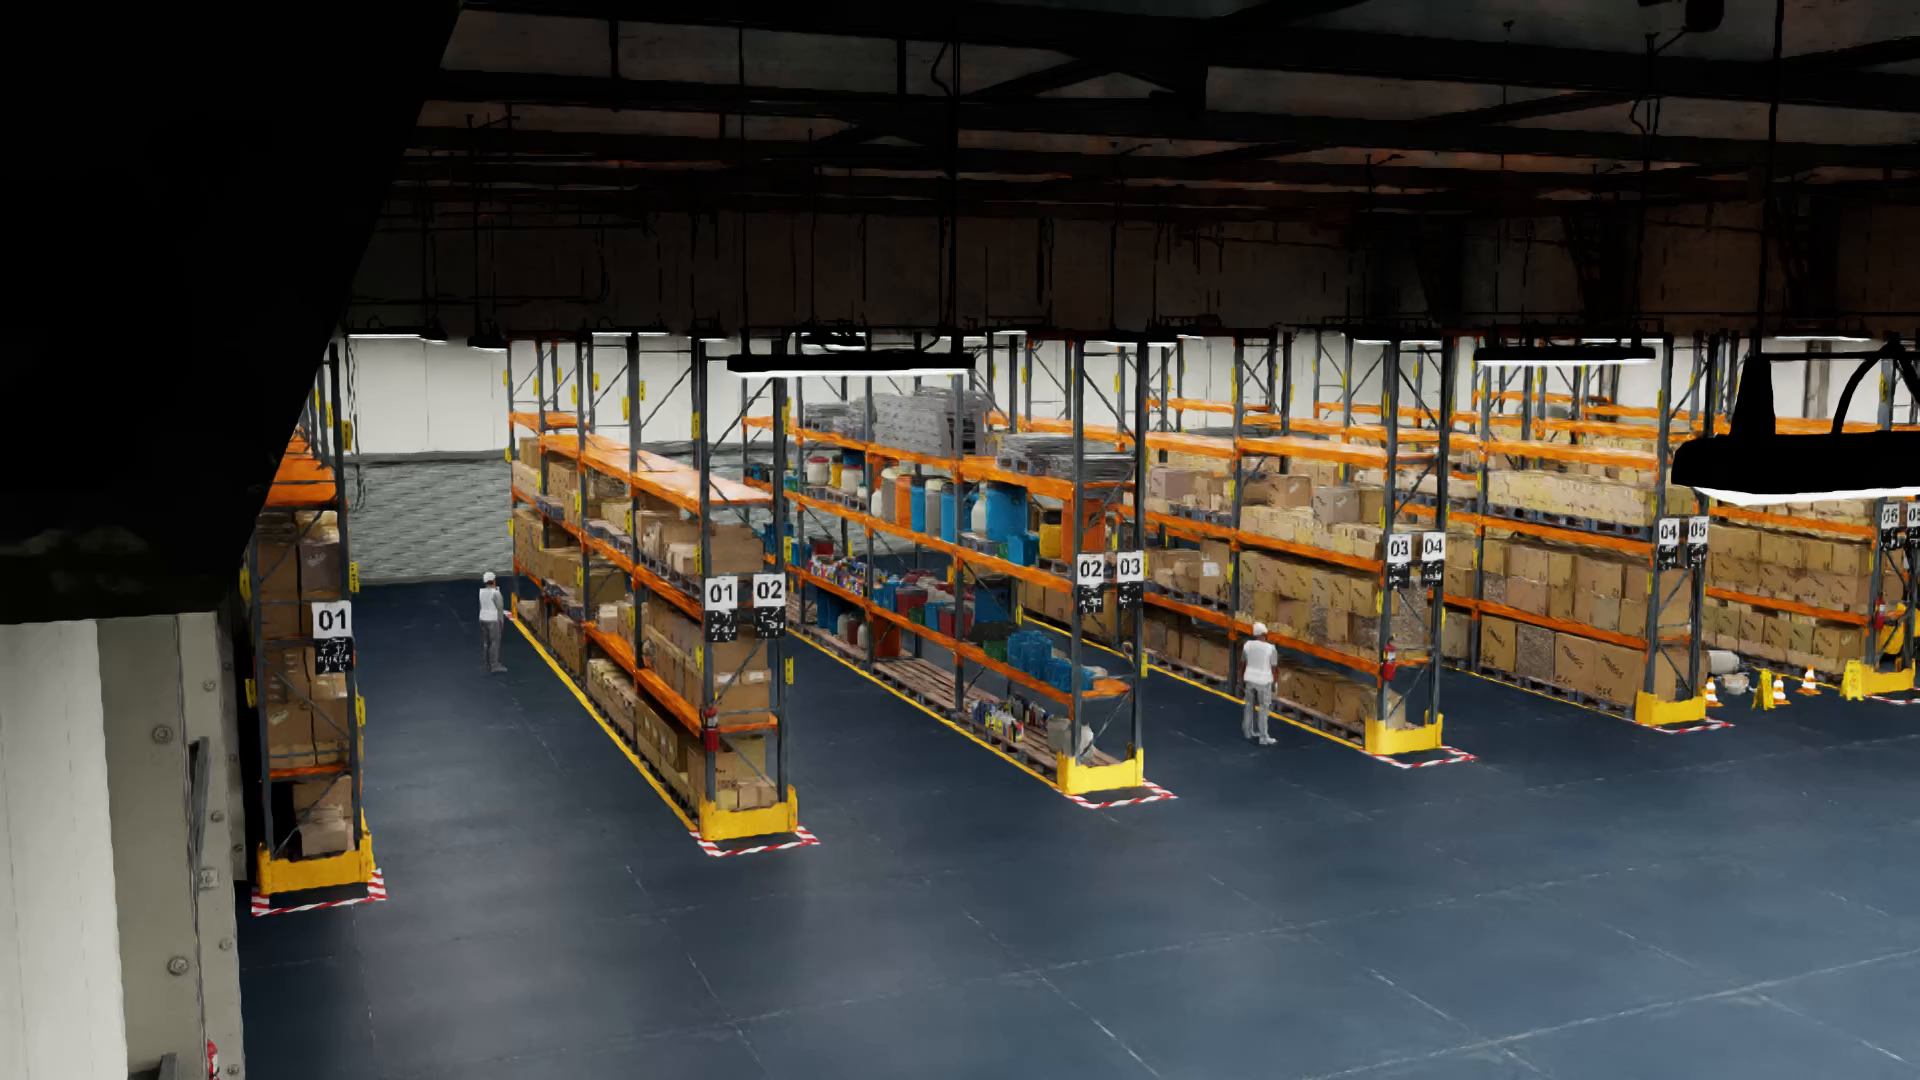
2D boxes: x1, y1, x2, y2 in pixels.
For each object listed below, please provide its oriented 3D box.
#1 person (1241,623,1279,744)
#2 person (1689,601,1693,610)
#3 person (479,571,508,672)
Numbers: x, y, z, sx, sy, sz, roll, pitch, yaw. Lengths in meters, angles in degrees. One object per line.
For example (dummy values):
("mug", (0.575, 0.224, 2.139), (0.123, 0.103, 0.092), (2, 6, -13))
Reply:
("person", (4.437, 2.095, 24.588), (0.620, 1.786, 0.455), (6, 10, 35))
("person", (15.335, 0.691, 35.333), (0.537, 1.662, 0.567), (1, 8, 5))
("person", (-8.274, 1.430, 29.510), (0.581, 1.775, 0.444), (6, 10, 35))
